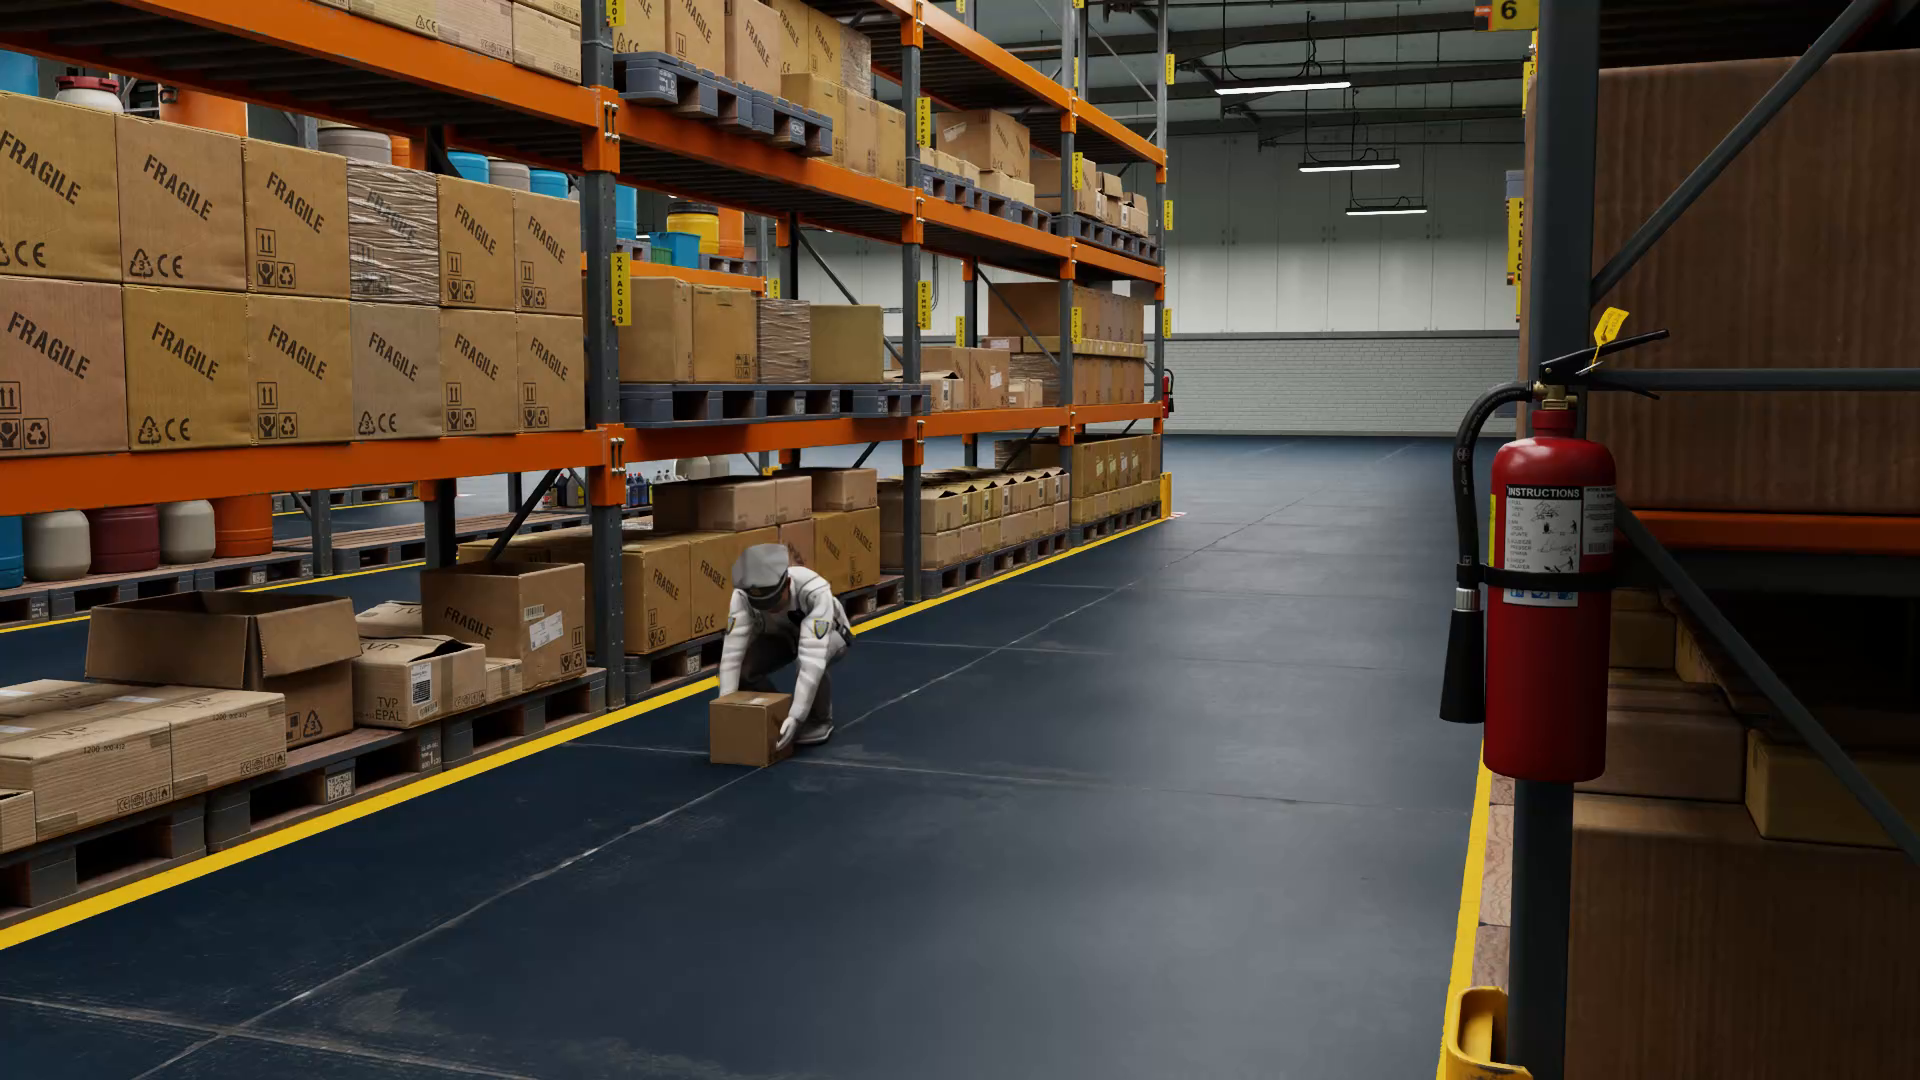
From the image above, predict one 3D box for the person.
[{"bbox_3d":[-0.730,0.427,6.973,0.485,0.875,0.856,2,6,19],"label":"person"}]
